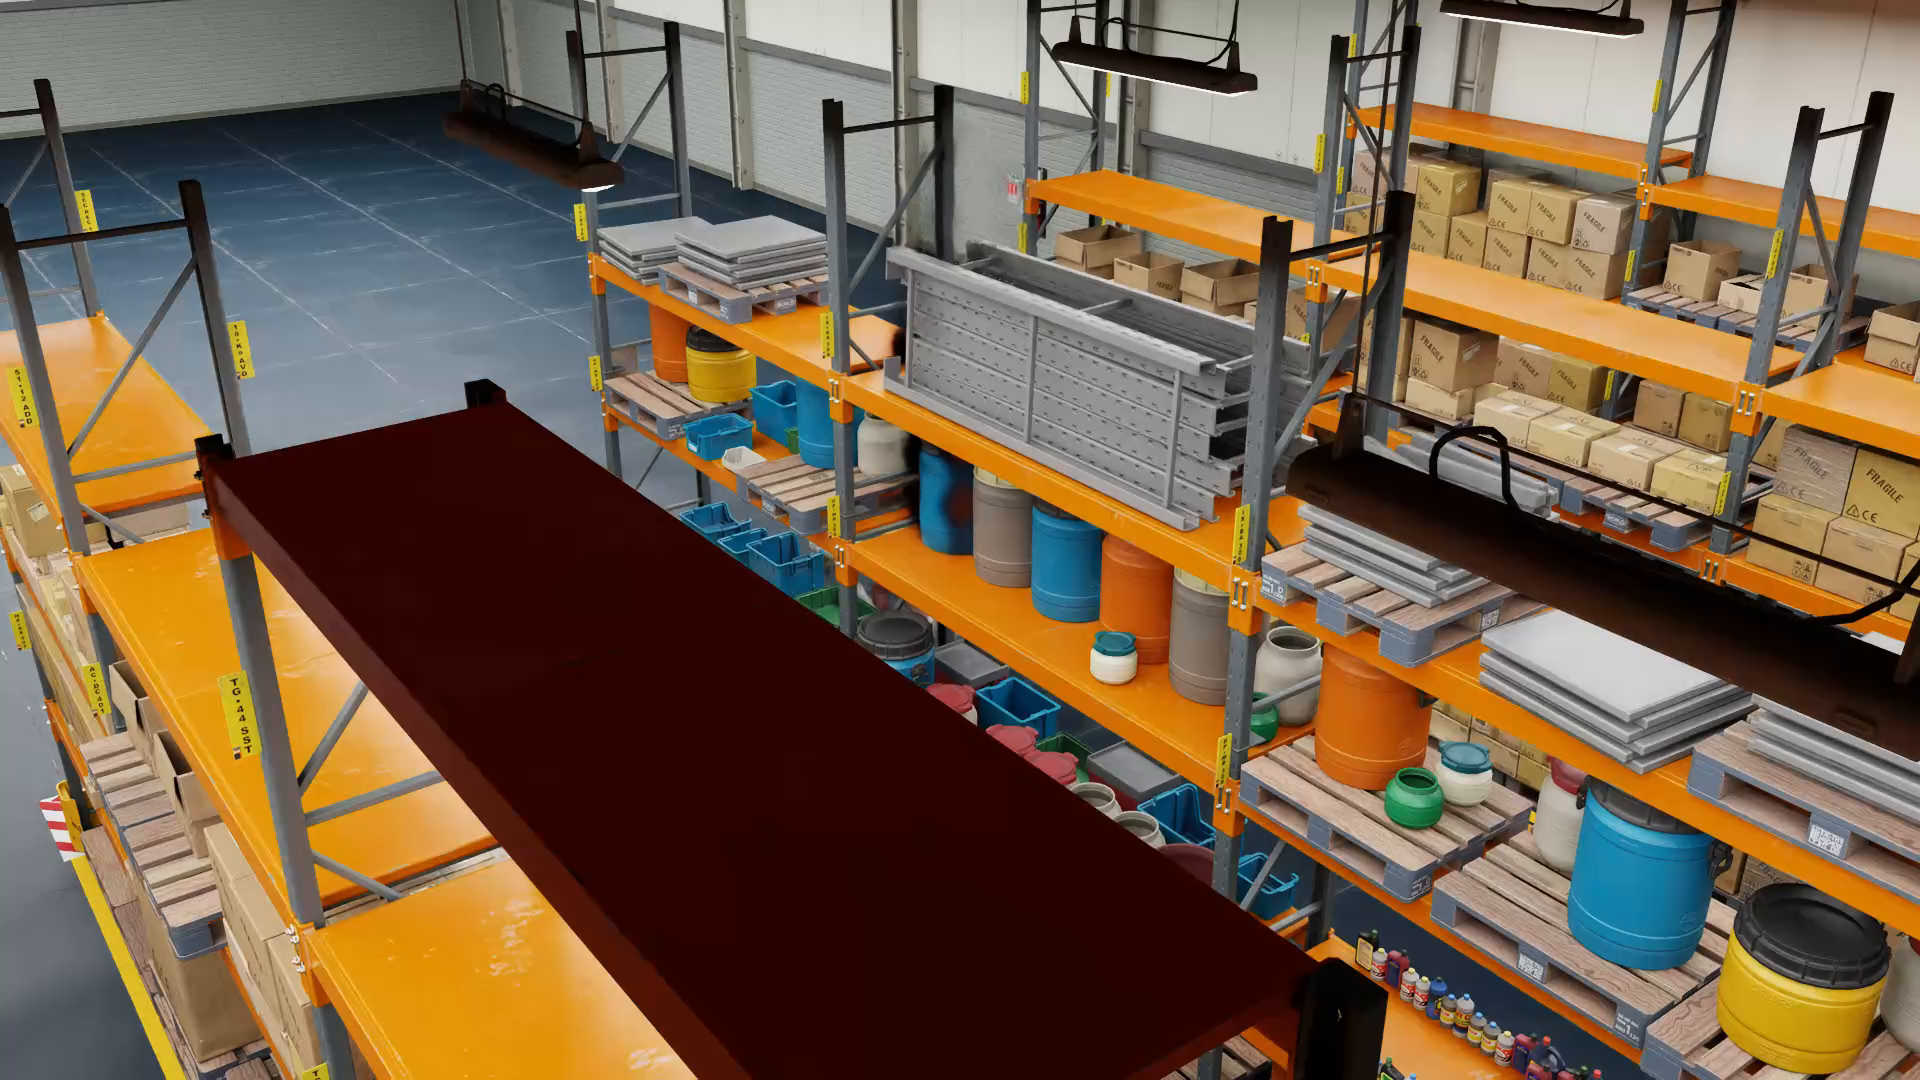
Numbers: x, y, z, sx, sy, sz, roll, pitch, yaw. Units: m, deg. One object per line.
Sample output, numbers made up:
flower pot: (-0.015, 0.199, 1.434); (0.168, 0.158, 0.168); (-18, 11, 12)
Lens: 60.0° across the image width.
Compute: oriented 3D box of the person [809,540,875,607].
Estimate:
person: (-1.268, 0.051, 16.631); (0.695, 1.735, 1.063); (-17, 30, -33)

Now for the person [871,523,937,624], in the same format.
person: (-0.619, 0.228, 16.420); (0.866, 1.657, 0.589); (18, 30, 33)

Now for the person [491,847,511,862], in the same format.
person: (-3.241, 2.556, 11.453); (0.707, 1.691, 0.693); (-18, 30, -34)
